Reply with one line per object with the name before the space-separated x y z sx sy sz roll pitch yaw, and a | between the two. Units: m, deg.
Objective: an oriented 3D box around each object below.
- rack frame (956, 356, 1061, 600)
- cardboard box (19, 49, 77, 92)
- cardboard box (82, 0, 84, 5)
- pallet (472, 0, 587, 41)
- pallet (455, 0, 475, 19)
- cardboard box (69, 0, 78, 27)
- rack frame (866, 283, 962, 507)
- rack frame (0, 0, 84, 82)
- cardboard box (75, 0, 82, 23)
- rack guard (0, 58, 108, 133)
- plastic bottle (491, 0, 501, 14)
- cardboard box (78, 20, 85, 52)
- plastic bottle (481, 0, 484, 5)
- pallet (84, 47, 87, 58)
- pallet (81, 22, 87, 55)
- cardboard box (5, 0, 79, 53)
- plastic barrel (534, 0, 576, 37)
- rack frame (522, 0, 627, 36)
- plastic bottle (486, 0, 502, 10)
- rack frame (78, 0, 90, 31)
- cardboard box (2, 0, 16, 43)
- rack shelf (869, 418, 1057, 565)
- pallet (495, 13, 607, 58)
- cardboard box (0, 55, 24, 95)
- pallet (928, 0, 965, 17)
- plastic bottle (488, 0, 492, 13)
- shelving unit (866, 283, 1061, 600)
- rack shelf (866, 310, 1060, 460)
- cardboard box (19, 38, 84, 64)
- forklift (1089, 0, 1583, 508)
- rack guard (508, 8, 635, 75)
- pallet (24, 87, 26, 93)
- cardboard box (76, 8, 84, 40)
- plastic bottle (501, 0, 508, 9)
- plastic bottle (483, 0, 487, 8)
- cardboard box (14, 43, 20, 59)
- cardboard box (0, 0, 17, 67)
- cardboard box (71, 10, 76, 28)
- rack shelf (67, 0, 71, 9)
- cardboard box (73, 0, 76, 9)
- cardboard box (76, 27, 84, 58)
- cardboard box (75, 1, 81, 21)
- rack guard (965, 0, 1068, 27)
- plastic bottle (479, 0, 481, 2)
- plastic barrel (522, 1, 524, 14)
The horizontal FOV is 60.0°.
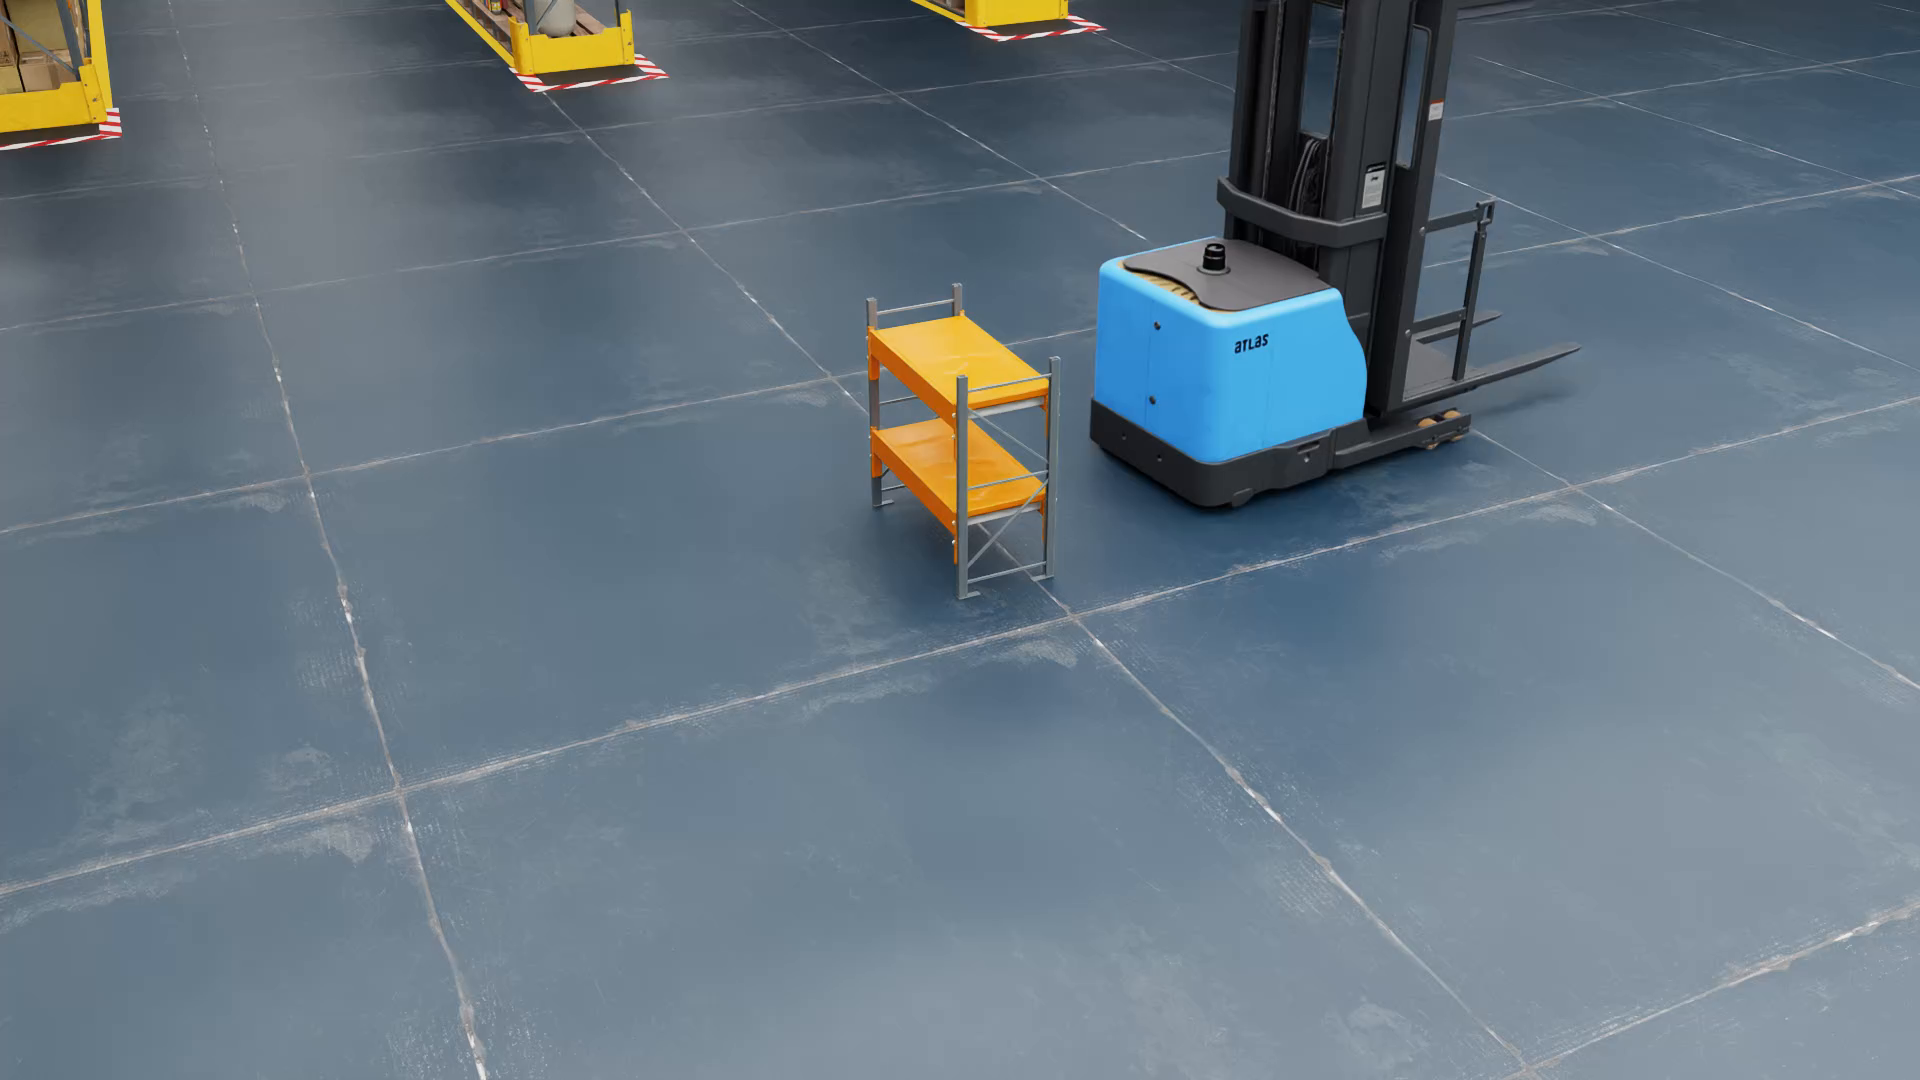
rack frame | 0.215 -0.269 7.580 0.500 1.125 0.032 -13 32 -22
cardboard box | -8.311 -4.303 15.238 0.500 0.250 0.500 -13 32 -22
cardboard box | -9.948 -6.016 18.294 0.500 0.250 0.500 -14 32 -23
pallet | -4.745 -5.779 18.341 1.003 0.211 1.213 -13 32 -22
pallet | -5.273 -6.319 19.303 1.003 0.211 1.213 -13 32 -22
cardboard box | -8.952 -5.293 16.238 0.500 0.500 0.500 -13 32 -22
rack frame | -0.221 -0.718 8.381 0.500 1.125 0.032 -13 32 -22
rack frame | -8.282 -5.035 14.163 1.000 3.000 0.127 -13 32 -22
cardboard box | -9.602 -5.627 17.600 0.500 0.250 0.500 -13 32 -22
rack guard | -8.271 -3.934 14.755 1.175 0.500 0.348 -13 32 -22
plastic bottle | -4.991 -5.764 17.874 0.097 0.201 0.097 0 29 0
cardboard box | -8.953 -4.966 16.421 0.500 0.250 0.500 -13 32 -22
plastic bottle | -5.208 -6.080 18.285 0.144 0.351 0.185 -12 31 -20
pallet | -9.168 -4.686 16.391 1.003 0.211 1.213 -13 32 -22
pallet | -9.695 -5.226 17.354 1.003 0.211 1.213 -13 32 -22
cardboard box | -8.527 -4.850 15.448 0.500 0.500 0.500 -13 32 -22
plastic barrel | -4.158 -5.446 17.010 0.421 0.512 0.421 0 29 0
rack frame | -3.806 -6.074 16.015 1.000 3.000 0.127 -13 32 -22
plastic bottle | -5.074 -5.914 18.065 0.152 0.276 0.135 -13 32 -22
rack frame | -9.999 -6.802 17.314 1.000 3.000 0.127 -13 32 -22
cardboard box | -9.223 -4.959 15.642 0.500 0.500 0.500 -13 32 -22
rack shelf | -0.003 -0.280 8.100 0.538 0.278 1.000 -13 32 -22
pallet | -4.225 -5.241 17.381 1.003 0.211 1.213 -13 32 -22
cardboard box | -8.779 -4.194 15.044 0.500 0.250 0.500 -13 32 -22
pallet | 0.318 -6.297 19.264 1.003 0.211 1.213 -13 32 -22
plastic bottle | -5.057 -5.848 17.939 0.061 0.283 0.133 -12 32 -21
shelving unit | -0.003 -0.494 7.980 0.538 1.125 1.048 -13 32 -22
rack shelf | -0.003 -0.749 7.837 0.538 0.278 1.000 -13 32 -22
cardboard box | -8.529 -4.523 15.631 0.500 0.250 0.500 -13 32 -22
forklift | 2.230 -1.976 8.778 3.031 2.935 1.130 -17 34 -28
rack guard | -3.881 -5.007 16.668 1.175 0.500 0.348 -13 32 -22
pallet | -8.648 -4.148 15.432 1.003 0.211 1.213 -13 32 -22
cardboard box | -9.169 -5.186 16.814 0.500 0.250 0.500 -13 32 -22
plastic bottle | -4.978 -5.940 18.103 0.061 0.283 0.133 -13 32 -22
plastic bottle | -5.134 -5.975 18.174 0.152 0.276 0.135 -14 32 -23
cardboard box | -9.004 -4.412 15.434 0.500 0.250 0.500 -13 32 -22
cardboard box | -8.781 -4.521 14.860 0.500 0.500 0.500 -13 32 -22
cardboard box | -8.754 -5.068 15.837 0.500 0.500 0.500 -13 32 -22
rack shelf | -9.140 -5.605 15.914 1.077 0.370 4.000 -13 32 -22
cardboard box | -9.180 -5.511 16.626 0.500 0.500 0.500 -13 32 -22
cardboard box | -8.743 -4.744 16.025 0.500 0.250 0.500 -13 32 -22
cardboard box | -9.397 -5.404 17.203 0.500 0.250 0.500 -13 32 -22
rack guard | 0.634 -6.057 18.540 1.175 0.500 0.348 -13 32 -22
plastic bottle | -5.288 -6.162 18.431 0.144 0.351 0.185 -13 32 -22
plastic barrel | -4.373 -5.668 17.405 0.421 0.512 0.421 0 29 0
